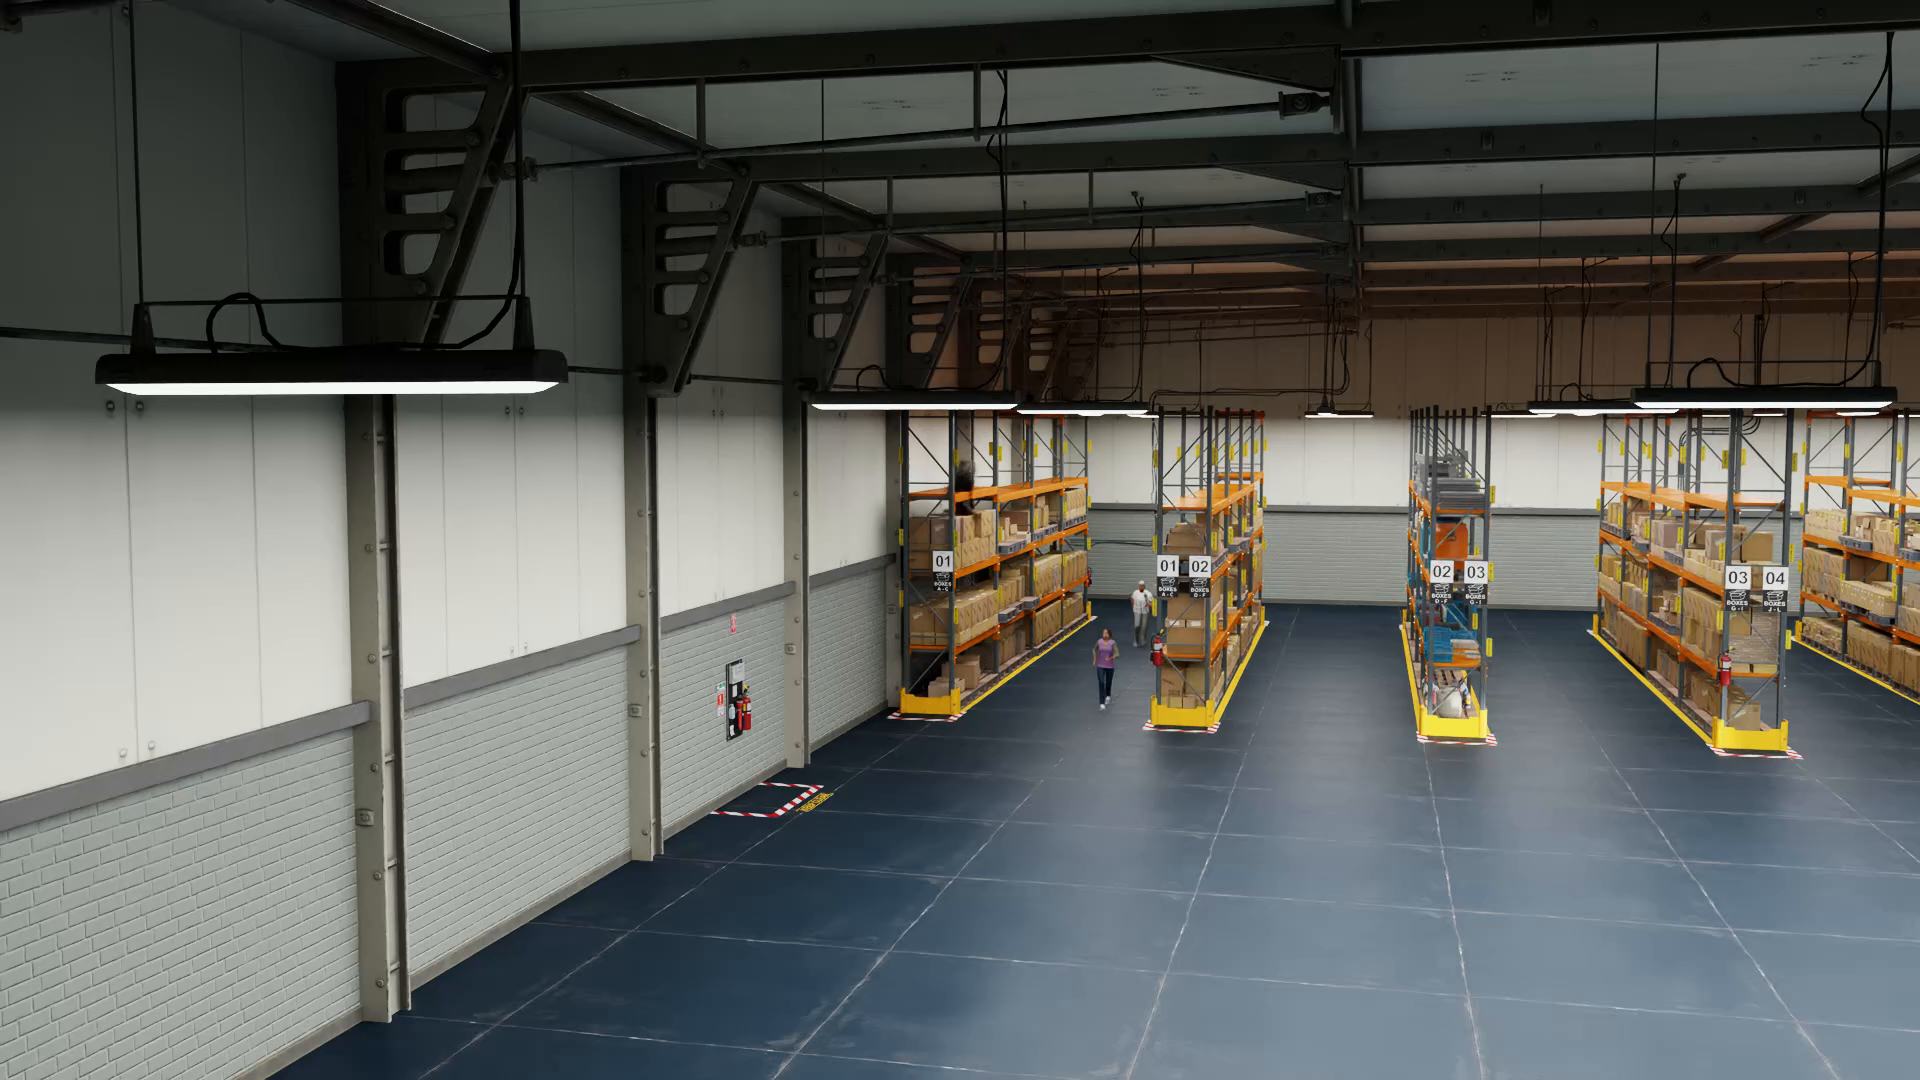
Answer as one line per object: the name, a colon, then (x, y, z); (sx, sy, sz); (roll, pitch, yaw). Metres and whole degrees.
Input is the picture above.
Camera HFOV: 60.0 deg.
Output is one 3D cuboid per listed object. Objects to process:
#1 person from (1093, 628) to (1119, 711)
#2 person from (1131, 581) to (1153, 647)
person: (2.893, 2.549, 33.000); (0.524, 1.579, 0.858); (0, 4, 5)
person: (4.628, 1.887, 42.169); (0.596, 1.692, 0.722); (1, 4, 10)
